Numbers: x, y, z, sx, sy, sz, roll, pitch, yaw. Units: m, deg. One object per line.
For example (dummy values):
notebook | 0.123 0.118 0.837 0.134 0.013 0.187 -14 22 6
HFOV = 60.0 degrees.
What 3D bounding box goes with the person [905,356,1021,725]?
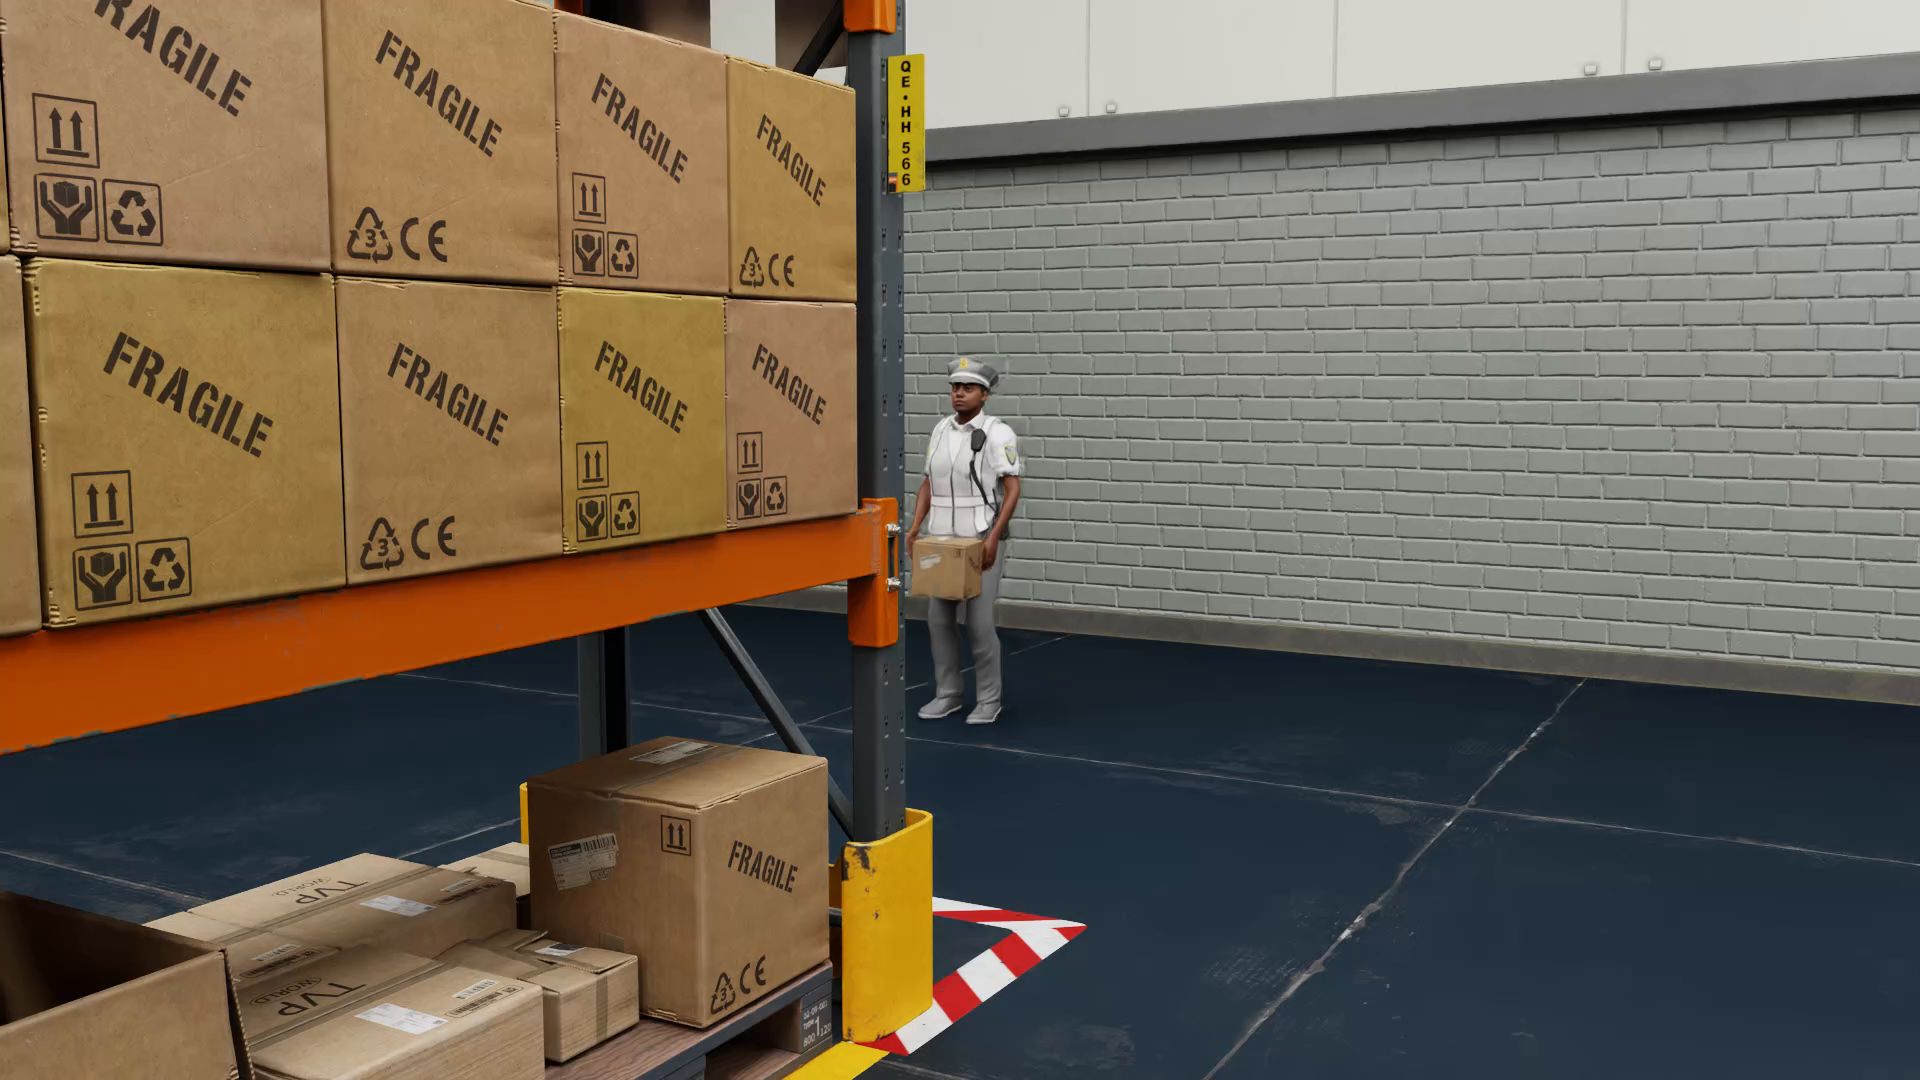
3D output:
person | 0.020 0.004 7.717 0.527 1.701 0.428 3 7 30
